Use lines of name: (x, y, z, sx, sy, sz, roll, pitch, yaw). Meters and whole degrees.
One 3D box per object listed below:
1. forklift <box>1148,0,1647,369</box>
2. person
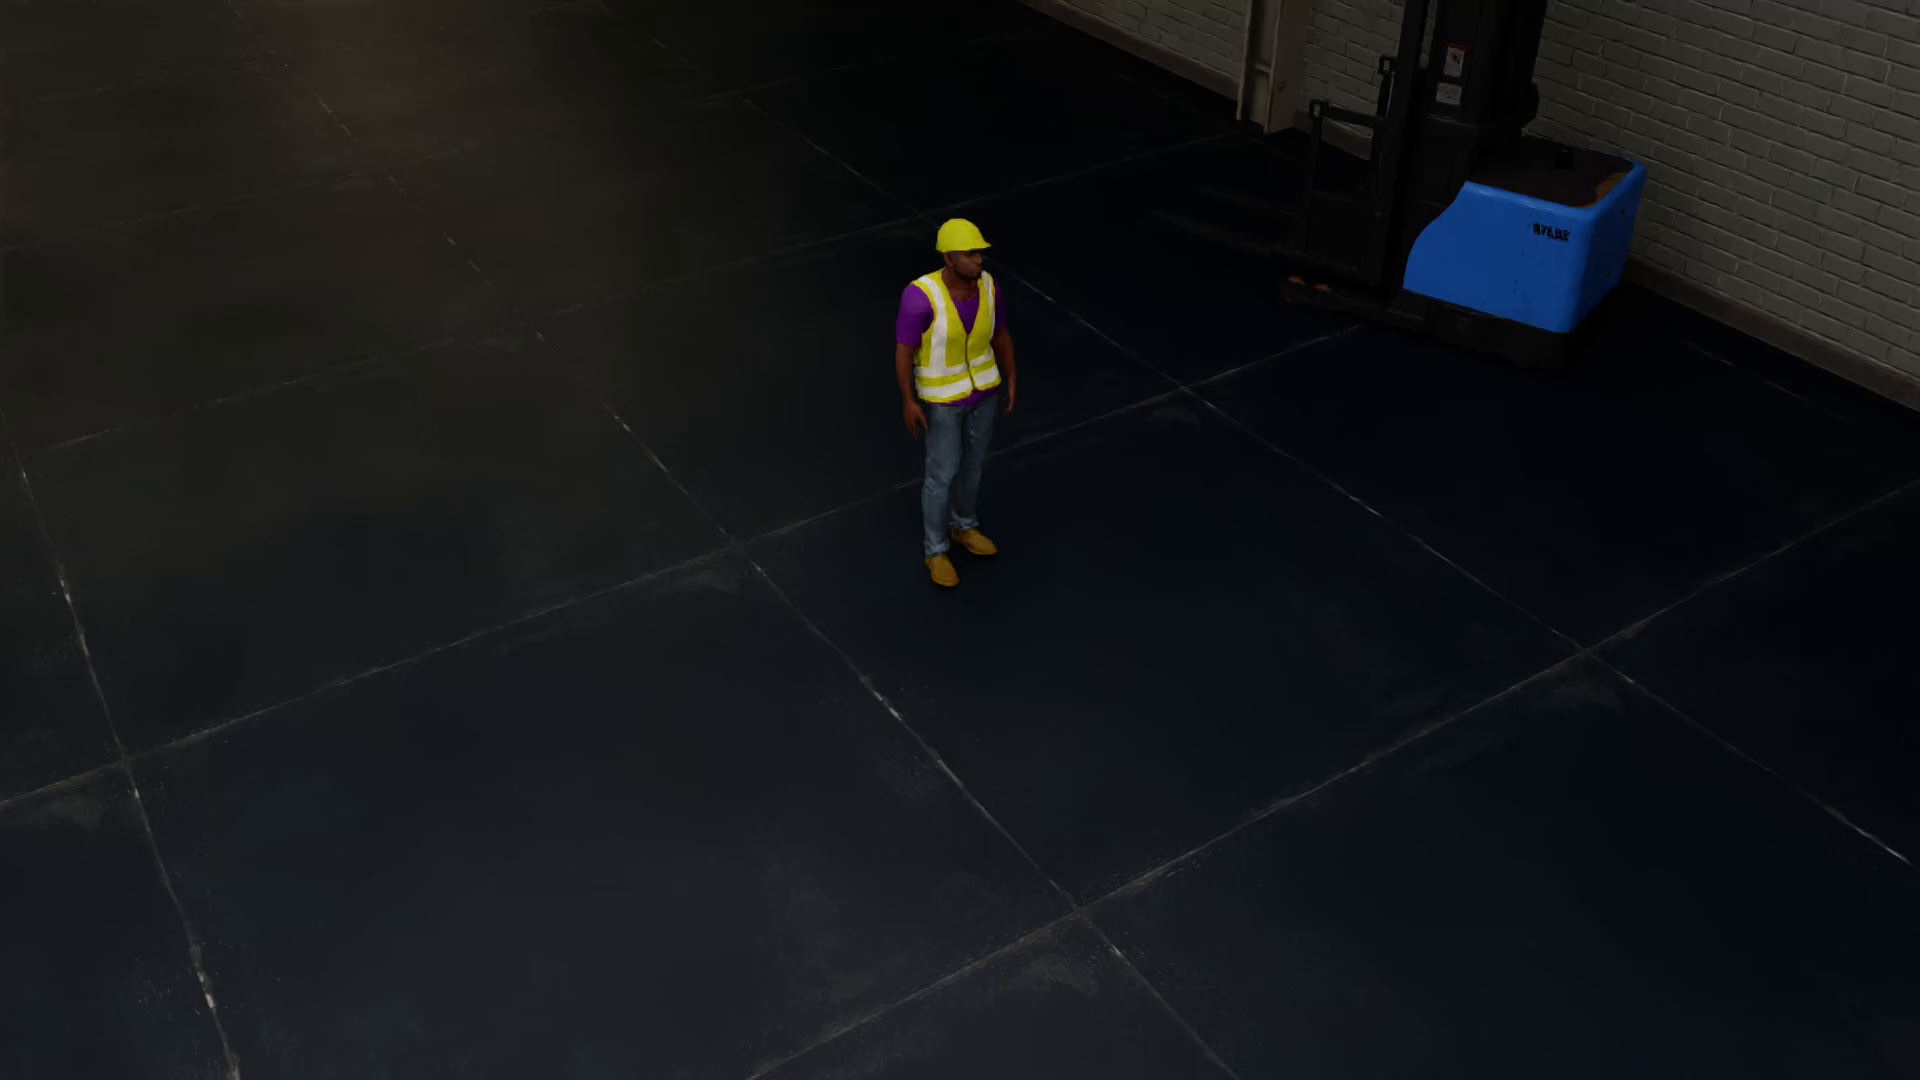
forklift: (2.709, -2.910, 10.290, 3.031, 2.935, 1.130, 23, 41, 29)
person: (0.033, -0.693, 8.135, 0.665, 1.766, 0.576, -21, 40, -27)
